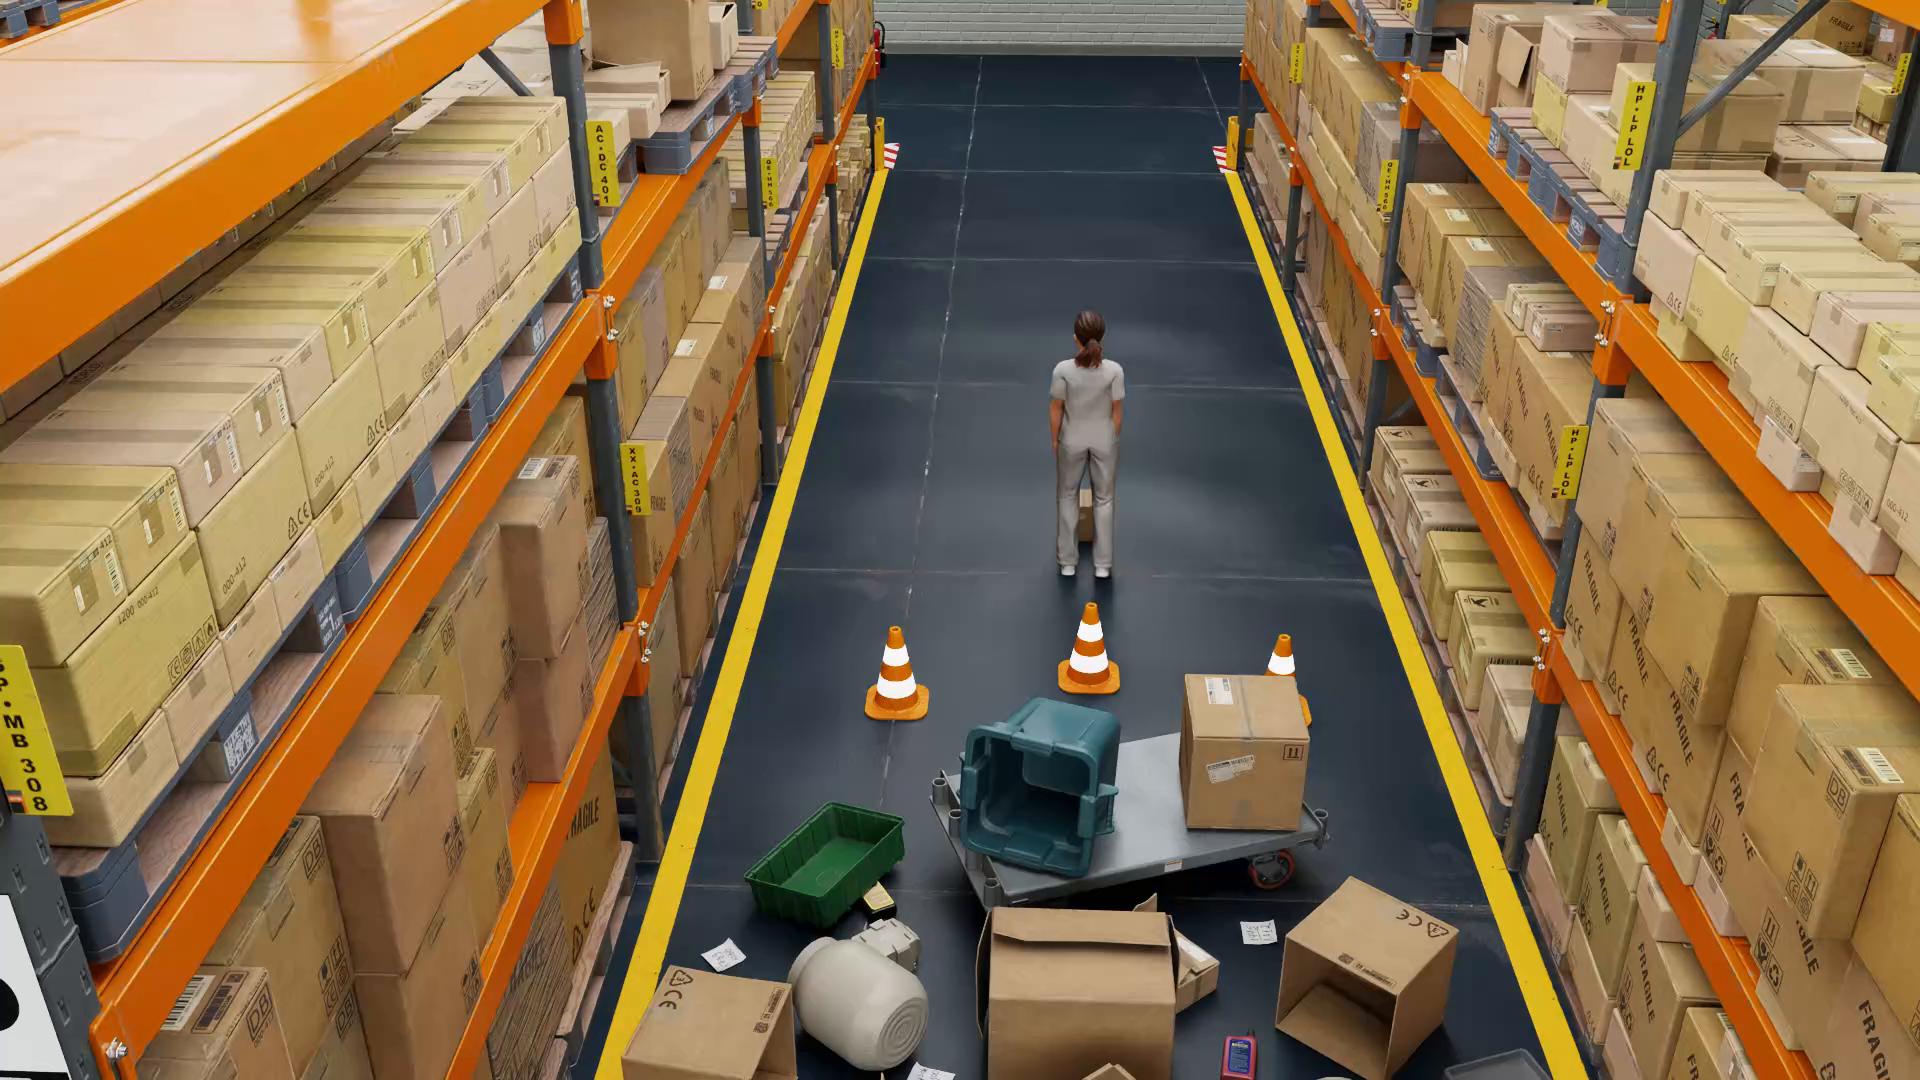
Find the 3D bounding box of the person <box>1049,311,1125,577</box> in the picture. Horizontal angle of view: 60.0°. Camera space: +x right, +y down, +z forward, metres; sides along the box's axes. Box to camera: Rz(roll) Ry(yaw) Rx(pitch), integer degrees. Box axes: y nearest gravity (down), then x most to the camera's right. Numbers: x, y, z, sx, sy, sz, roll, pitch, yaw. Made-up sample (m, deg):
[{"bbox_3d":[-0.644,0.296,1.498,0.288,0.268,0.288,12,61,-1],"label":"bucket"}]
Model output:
[{"bbox_3d":[0.746,-0.557,9.909,0.440,1.674,0.365,2,28,3],"label":"person"}]
